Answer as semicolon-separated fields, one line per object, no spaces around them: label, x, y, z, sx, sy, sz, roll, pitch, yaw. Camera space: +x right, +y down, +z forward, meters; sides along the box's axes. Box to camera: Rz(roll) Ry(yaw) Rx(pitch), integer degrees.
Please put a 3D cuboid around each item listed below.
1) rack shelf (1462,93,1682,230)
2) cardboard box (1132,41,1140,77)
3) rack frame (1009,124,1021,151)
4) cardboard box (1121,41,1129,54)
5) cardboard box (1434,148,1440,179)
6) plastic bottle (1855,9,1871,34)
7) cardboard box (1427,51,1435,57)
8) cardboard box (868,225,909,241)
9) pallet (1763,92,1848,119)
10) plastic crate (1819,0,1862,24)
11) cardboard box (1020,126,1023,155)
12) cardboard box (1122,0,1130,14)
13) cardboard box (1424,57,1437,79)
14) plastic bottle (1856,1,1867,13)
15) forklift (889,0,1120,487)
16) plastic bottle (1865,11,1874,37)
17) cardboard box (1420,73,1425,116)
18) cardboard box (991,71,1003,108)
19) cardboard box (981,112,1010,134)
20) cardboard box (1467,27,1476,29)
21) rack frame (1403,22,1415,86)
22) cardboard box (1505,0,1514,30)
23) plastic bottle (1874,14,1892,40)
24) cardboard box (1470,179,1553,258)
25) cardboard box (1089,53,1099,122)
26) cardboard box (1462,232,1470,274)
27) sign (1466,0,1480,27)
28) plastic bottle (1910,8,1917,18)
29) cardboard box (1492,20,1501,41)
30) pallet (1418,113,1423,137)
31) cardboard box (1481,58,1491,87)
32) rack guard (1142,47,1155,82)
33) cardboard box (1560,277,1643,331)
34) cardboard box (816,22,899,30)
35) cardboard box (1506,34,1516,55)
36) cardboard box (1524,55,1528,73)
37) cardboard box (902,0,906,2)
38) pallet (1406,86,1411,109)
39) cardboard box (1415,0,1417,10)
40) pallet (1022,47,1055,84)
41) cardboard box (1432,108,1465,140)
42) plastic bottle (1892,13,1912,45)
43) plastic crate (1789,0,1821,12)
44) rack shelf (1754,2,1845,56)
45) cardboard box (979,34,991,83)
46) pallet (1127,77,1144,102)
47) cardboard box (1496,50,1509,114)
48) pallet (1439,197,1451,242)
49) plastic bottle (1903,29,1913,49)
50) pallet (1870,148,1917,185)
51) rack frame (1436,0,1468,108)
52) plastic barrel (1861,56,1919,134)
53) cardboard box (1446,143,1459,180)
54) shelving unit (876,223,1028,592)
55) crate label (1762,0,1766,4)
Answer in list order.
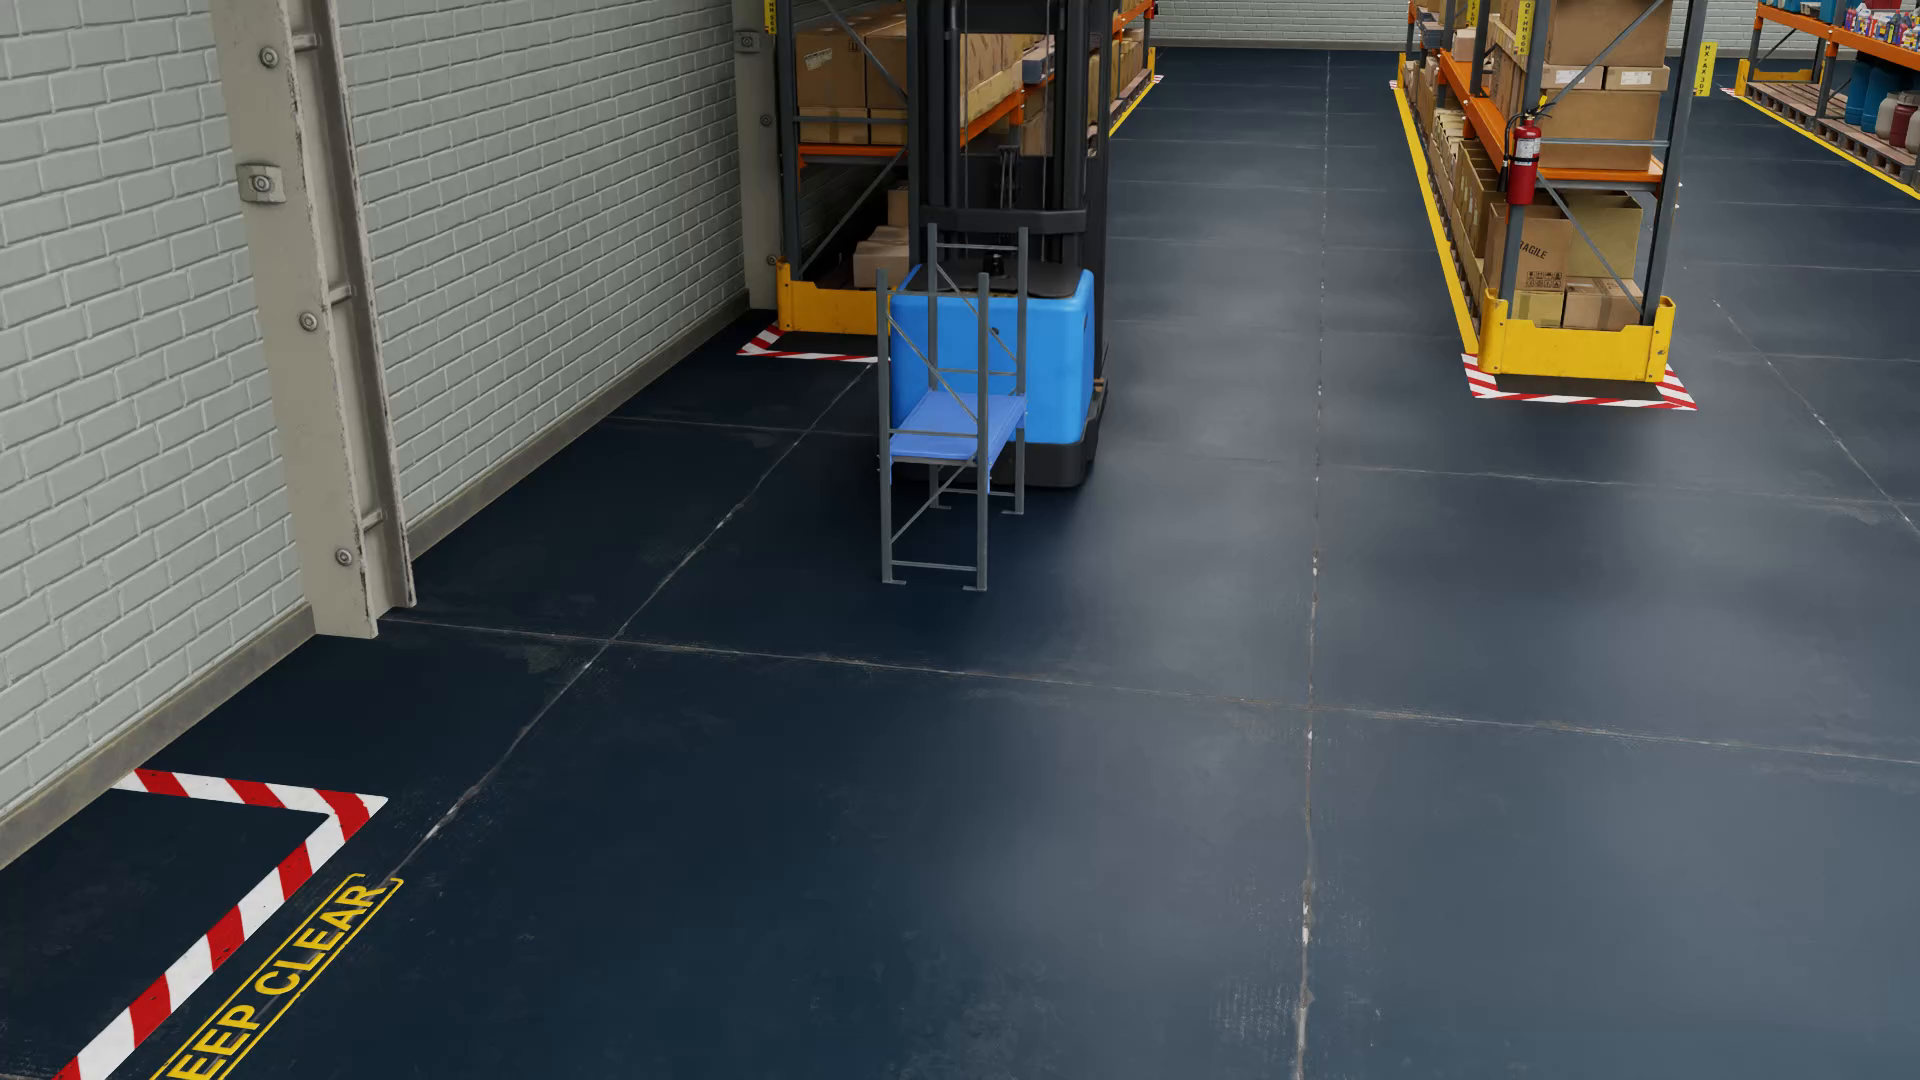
rack shelf;4.504;-2.937;12.593;1.077;0.370;4.000;4;22;11
cardboard box;2.363;-7.355;25.385;0.700;0.500;0.500;4;22;11
rack frame;0.061;-4.378;15.209;1.000;3.000;0.127;4;22;11
cardboard box;2.195;-7.017;23.677;0.380;0.149;0.250;5;23;13
cardboard box;5.132;-3.840;16.992;0.500;0.250;0.500;4;22;10
plastic bottle;10.850;-6.217;19.941;0.152;0.276;0.135;4;22;11
cardboard box;6.922;-6.661;23.630;0.797;0.503;0.637;4;22;11
cardboard box;-0.409;-2.327;13.125;0.500;0.311;0.500;6;23;15
pallet;11.751;-5.974;22.905;1.003;0.211;1.213;4;22;11
plastic crate;11.154;-6.766;21.078;0.392;0.384;0.575;4;22;11
cardboard box;0.252;-3.886;16.744;0.700;0.500;0.500;4;22;10
cardboard box;1.820;-7.640;22.907;0.980;0.700;0.700;5;22;12
cardboard box;6.003;-5.796;20.483;0.500;0.250;0.500;5;22;11
plastic bottle;10.995;-6.407;20.312;0.144;0.351;0.185;4;22;11
forklift;0.339;-2.155;9.781;1.130;2.935;3.031;3;22;8
plastic bottle;10.719;-6.068;19.561;0.061;0.283;0.133;4;22;11
cardboard box;6.109;-5.618;21.044;0.500;0.500;0.500;5;22;12
cardboard box;0.064;-3.755;13.835;0.500;0.250;0.500;4;22;11
cardboard box;0.282;-4.202;16.526;0.500;0.250;0.500;4;22;10
cardboard box;5.611;-5.294;17.601;0.500;0.311;0.500;6;23;14
rack frame;7.360;-8.390;25.171;1.000;3.000;0.127;4;22;11
cardboard box;4.725;-4.302;13.150;0.700;0.500;0.500;4;22;11
plastic bottle;10.689;-5.927;19.222;0.152;0.276;0.135;4;22;11
cardboard box;4.103;-2.392;12.391;0.500;0.500;0.500;4;22;11
cardboard box;1.341;-5.617;20.601;0.750;0.750;0.750;4;22;11
cardboard box;4.210;-2.226;12.985;0.500;0.250;0.500;4;22;11
sign;4.378;-4.540;14.167;0.100;0.325;0.005;4;22;11
plastic bottle;11.628;-6.322;20.202;0.152;0.276;0.135;4;22;11
cardboard box;4.667;-4.265;13.927;0.380;0.149;0.250;4;22;11
pallet;6.415;-5.334;21.314;1.003;0.211;1.213;4;22;11
cardboard box;4.911;-4.275;15.133;0.396;0.266;0.258;4;22;10
rack guard;2.515;-7.616;26.594;1.175;0.500;0.348;4;22;11
cardboard box;4.423;-1.637;11.522;0.500;0.250;0.500;4;22;11
cardboard box;-0.754;-3.575;12.384;0.500;0.500;0.500;5;22;12
cardboard box;4.408;-3.794;12.756;0.380;0.149;0.250;4;22;9
cardboard box;4.144;-3.322;11.584;0.380;0.149;0.250;5;22;12
cardboard box;-0.239;-4.510;14.706;0.500;0.500;0.500;4;22;10
pallet;6.932;-6.332;23.795;1.003;0.211;1.213;4;22;11
cardboard box;6.703;-7.739;23.421;0.500;0.500;0.500;5;22;12
pallet;0.360;-4.557;15.911;1.003;0.211;1.213;4;22;11
cardboard box;5.333;-4.475;17.817;0.500;0.311;0.500;5;23;13
plastic bottle;10.548;-5.716;18.598;0.144;0.351;0.185;4;22;11
plastic crate;11.506;-7.305;22.621;0.416;0.233;0.300;4;22;11
rack shelf;11.801;-6.946;22.549;1.077;0.370;4.000;4;22;11
cardboard box;-0.047;-3.912;13.223;0.500;0.500;0.500;5;23;13
pallet;2.172;-6.730;24.781;1.003;0.211;1.213;4;22;11
cardboard box;4.726;-3.692;13.371;0.700;0.500;0.500;4;22;10
pallet;5.024;-2.981;15.472;1.003;0.211;1.213;4;22;11
plastic bottle;10.449;-5.513;18.292;0.097;0.201;0.097;0;22;0
pallet;10.696;-4.084;18.211;1.003;0.211;1.213;4;22;11
rack frame;5.728;-5.465;17.907;1.000;3.000;0.127;4;22;11
plastic barrel;11.120;-5.313;19.778;0.600;0.901;0.708;4;22;11
cardboard box;4.814;-3.542;15.501;0.500;0.311;0.500;5;22;12
shelving unit;-0.017;-0.664;7.996;0.538;1.500;1.048;4;22;11
crate label;11.836;-7.896;24.089;0.416;0.233;0.303;4;22;11
